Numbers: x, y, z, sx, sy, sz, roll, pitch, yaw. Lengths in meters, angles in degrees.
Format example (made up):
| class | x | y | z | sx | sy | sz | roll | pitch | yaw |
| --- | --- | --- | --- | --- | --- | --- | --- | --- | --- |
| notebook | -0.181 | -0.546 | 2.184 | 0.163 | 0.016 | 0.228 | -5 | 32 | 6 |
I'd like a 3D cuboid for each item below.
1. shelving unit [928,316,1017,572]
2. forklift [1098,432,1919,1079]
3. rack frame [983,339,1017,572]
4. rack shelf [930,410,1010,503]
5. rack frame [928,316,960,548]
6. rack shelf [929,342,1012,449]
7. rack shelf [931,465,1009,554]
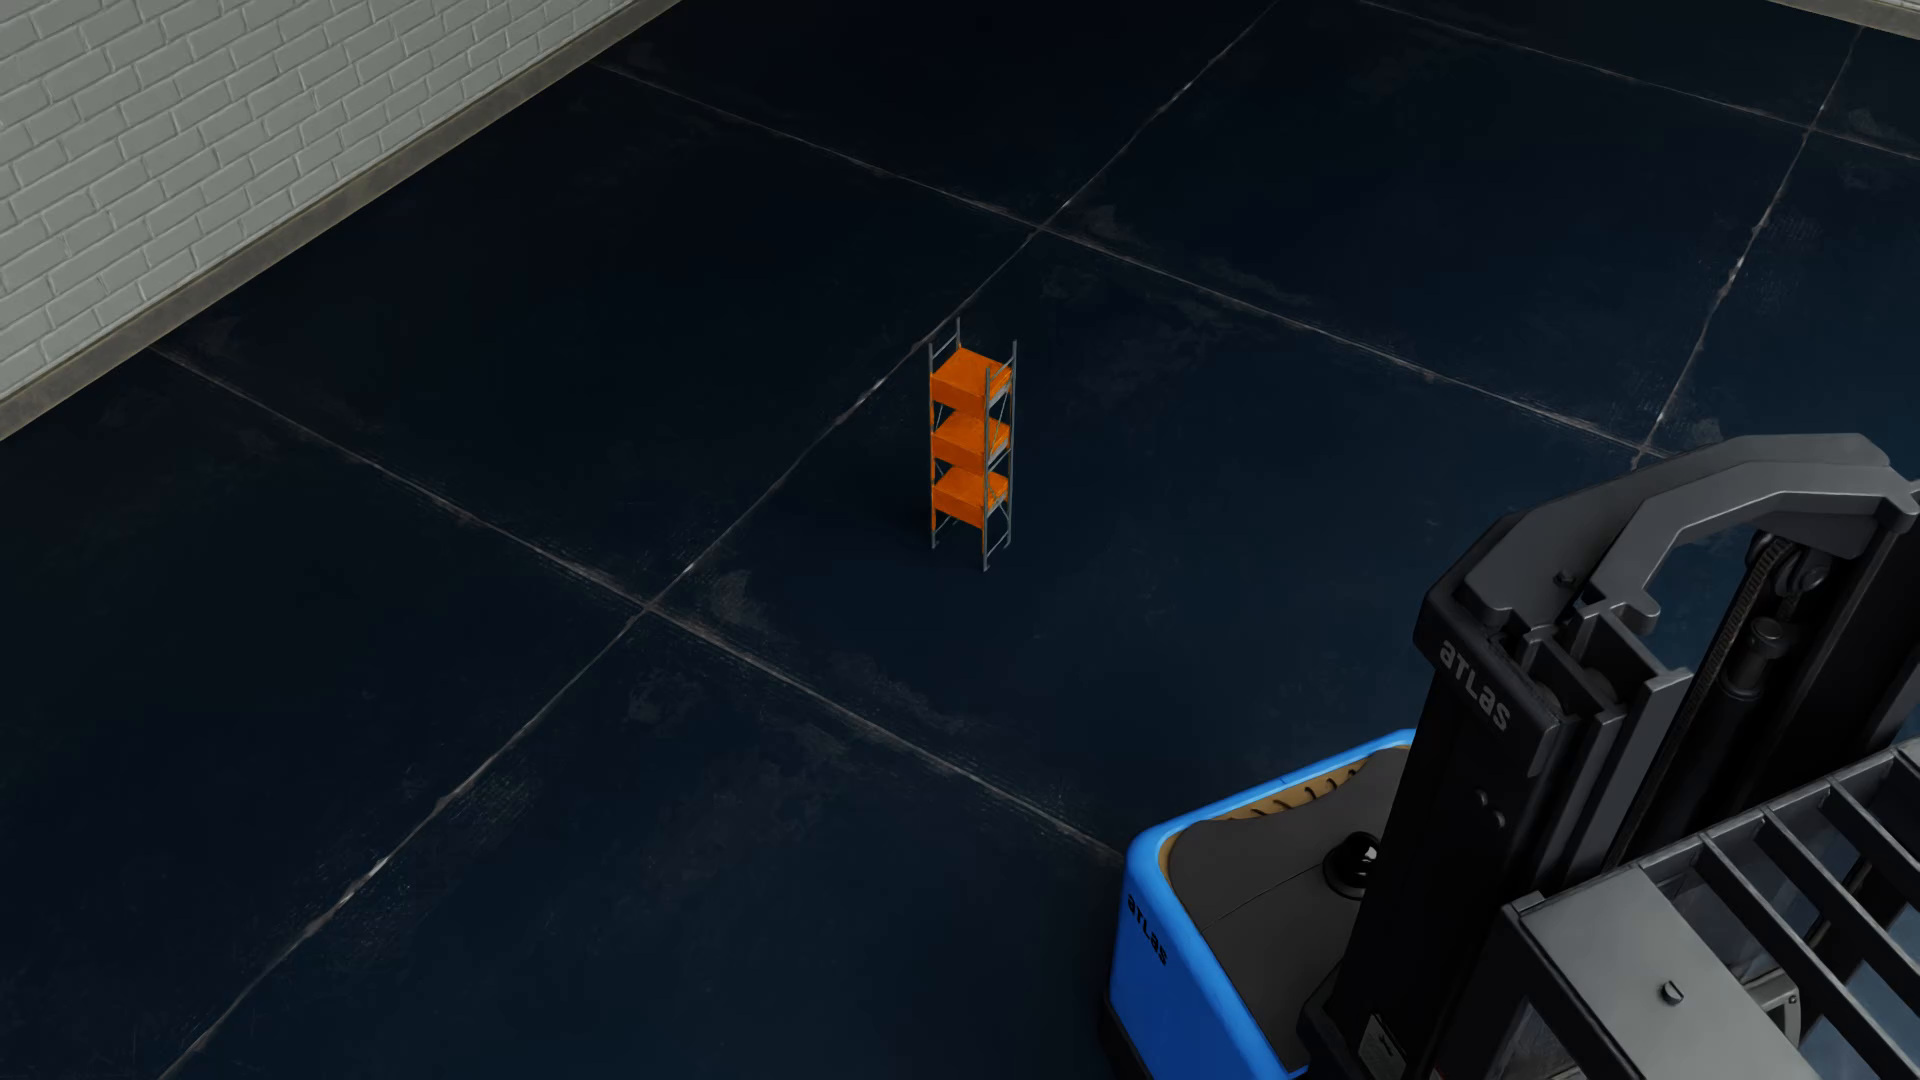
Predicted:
| class | x | y | z | sx | sy | sz | roll | pitch | yaw |
| --- | --- | --- | --- | --- | --- | --- | --- | --- | --- |
| shelving unit | 0.045 | -0.345 | 6.353 | 0.252 | 1.050 | 0.215 | 25 | 51 | 22 |
| forklift | 1.497 | 1.351 | 3.394 | 1.130 | 2.935 | 3.031 | -18 | 48 | -17 |
| rack frame | 0.148 | -0.298 | 6.307 | 0.008 | 1.050 | 0.200 | 25 | 51 | 22 |
| rack shelf | 0.045 | -0.338 | 6.361 | 0.240 | 0.259 | 0.215 | 25 | 51 | 22 |
| rack frame | -0.058 | -0.392 | 6.399 | 0.008 | 1.050 | 0.200 | 25 | 51 | 22 |
| rack shelf | 0.045 | -0.536 | 6.157 | 0.240 | 0.259 | 0.215 | 25 | 51 | 22 |
| rack shelf | 0.045 | -0.144 | 6.560 | 0.240 | 0.259 | 0.215 | 25 | 51 | 22 |
